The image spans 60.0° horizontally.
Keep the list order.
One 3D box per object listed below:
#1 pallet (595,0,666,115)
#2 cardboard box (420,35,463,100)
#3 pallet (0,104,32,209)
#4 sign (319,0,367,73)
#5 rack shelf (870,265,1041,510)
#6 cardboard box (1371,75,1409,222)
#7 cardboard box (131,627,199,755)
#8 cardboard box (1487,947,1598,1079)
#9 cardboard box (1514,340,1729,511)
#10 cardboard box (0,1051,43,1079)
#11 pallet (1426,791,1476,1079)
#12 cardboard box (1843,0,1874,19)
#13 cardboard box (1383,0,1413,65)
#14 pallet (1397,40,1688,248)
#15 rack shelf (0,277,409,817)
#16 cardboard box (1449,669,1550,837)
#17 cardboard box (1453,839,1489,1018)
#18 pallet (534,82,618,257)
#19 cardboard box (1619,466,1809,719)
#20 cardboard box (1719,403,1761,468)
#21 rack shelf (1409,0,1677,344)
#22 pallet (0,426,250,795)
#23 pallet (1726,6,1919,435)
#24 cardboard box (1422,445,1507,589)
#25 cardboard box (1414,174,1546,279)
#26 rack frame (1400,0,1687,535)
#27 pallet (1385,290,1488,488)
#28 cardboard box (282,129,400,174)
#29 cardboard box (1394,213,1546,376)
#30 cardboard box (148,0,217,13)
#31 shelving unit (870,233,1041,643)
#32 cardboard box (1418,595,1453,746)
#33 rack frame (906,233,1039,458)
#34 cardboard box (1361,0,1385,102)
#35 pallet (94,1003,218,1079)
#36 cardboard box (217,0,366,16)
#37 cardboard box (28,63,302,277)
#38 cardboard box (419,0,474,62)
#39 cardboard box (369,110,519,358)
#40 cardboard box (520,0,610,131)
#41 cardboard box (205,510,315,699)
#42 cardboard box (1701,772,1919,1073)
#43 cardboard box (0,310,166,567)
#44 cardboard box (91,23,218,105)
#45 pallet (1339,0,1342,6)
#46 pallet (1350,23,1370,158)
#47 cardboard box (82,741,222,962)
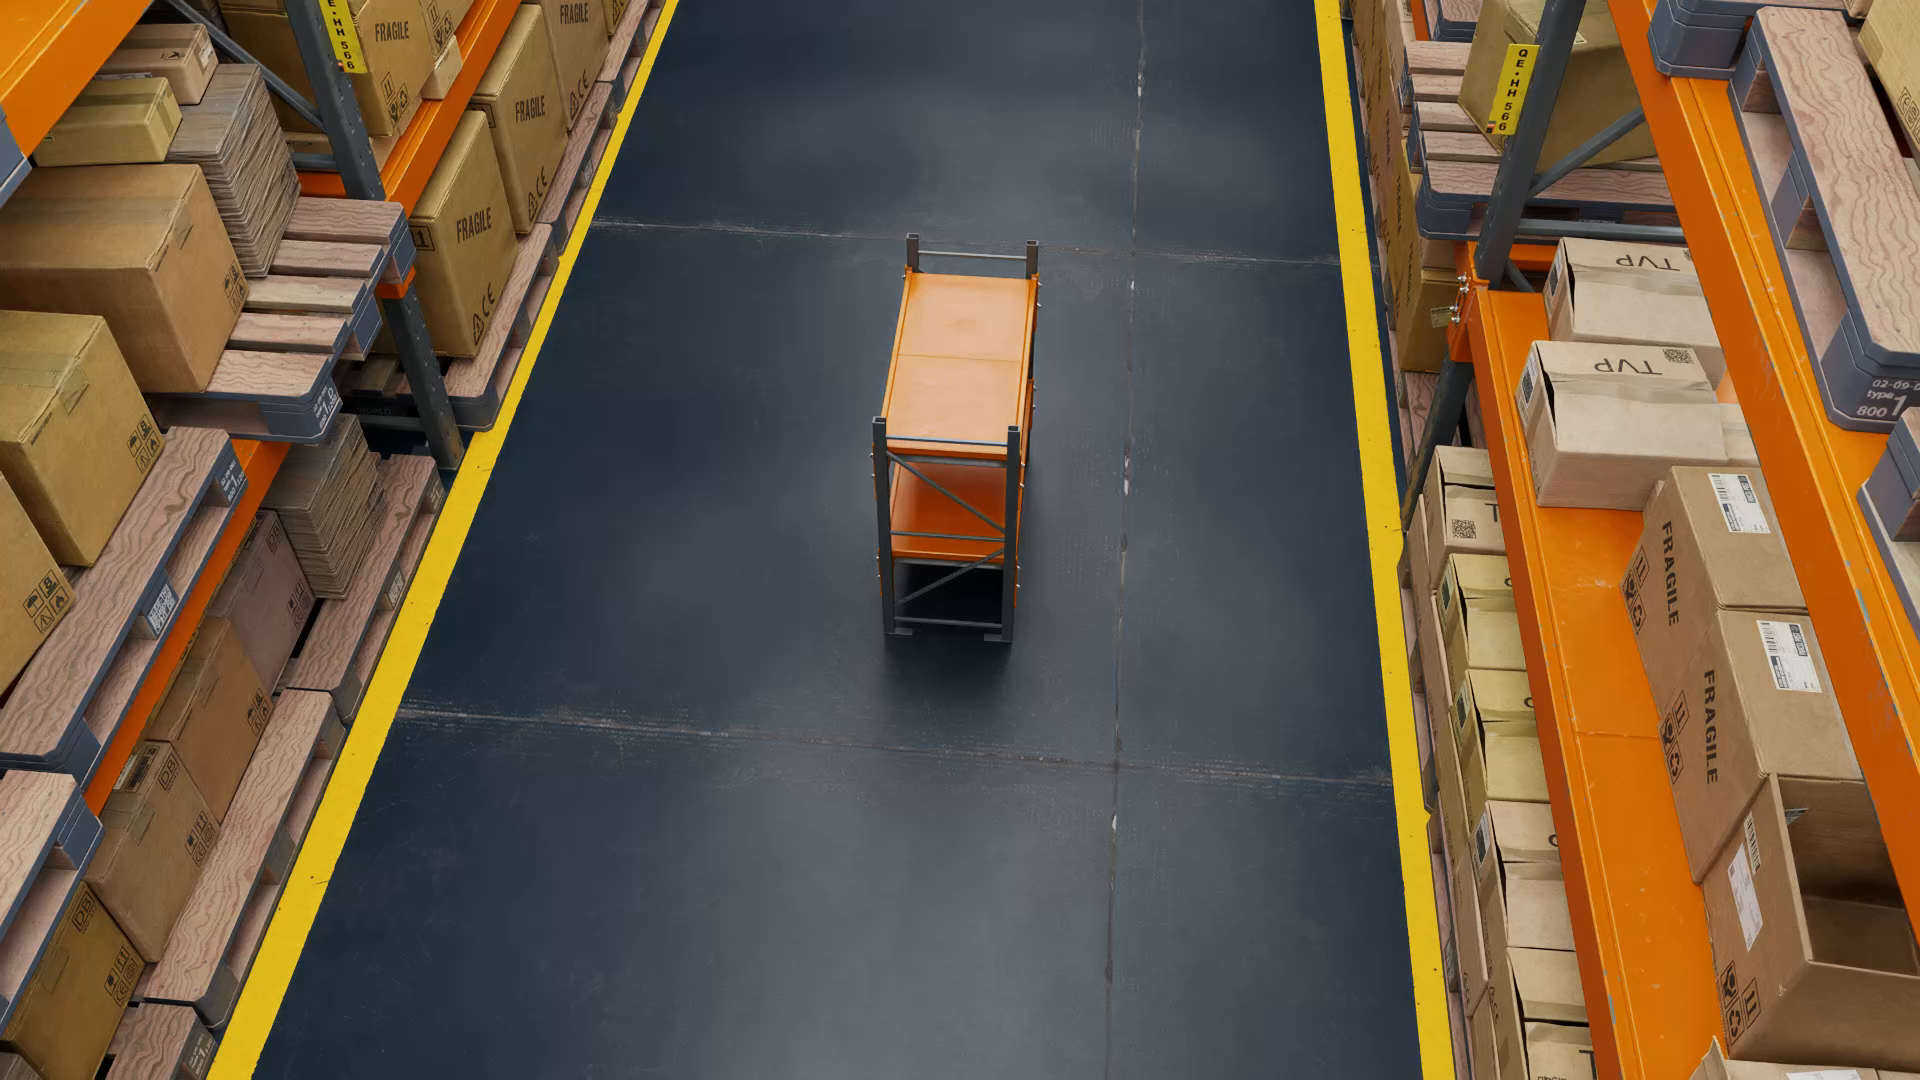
[{"bbox_3d":[-2.251,-2.804,9.197,1.003,0.211,1.213,4,48,4],"label":"pallet"},{"bbox_3d":[-2.220,-1.900,6.638,0.380,0.149,0.250,5,48,5],"label":"cardboard box"},{"bbox_3d":[-2.731,-0.596,3.383,1.213,0.211,1.003,4,48,4],"label":"pallet"},{"bbox_3d":[-2.079,-1.712,5.578,0.100,0.325,0.005,4,48,4],"label":"sign"},{"bbox_3d":[0.001,-0.582,6.149,0.538,0.278,1.000,4,48,4],"label":"rack shelf"},{"bbox_3d":[2.254,-1.821,7.805,0.500,0.500,0.500,2,48,2],"label":"cardboard box"},{"bbox_3d":[-2.790,0.390,5.274,0.500,0.250,0.500,4,48,3],"label":"cardboard box"},{"bbox_3d":[1.789,1.423,4.640,0.500,0.311,0.500,4,48,3],"label":"cardboard box"},{"bbox_3d":[2.039,-0.373,5.145,0.500,0.311,0.500,3,48,3],"label":"cardboard box"},{"bbox_3d":[-2.934,1.715,4.570,0.700,0.500,0.500,5,48,5],"label":"cardboard box"},{"bbox_3d":[2.085,1.390,5.361,1.003,0.211,1.213,4,48,4],"label":"pallet"},{"bbox_3d":[2.298,-1.427,3.833,0.500,0.250,0.500,5,48,5],"label":"cardboard box"},{"bbox_3d":[2.300,-2.470,7.890,0.500,0.250,0.500,4,48,4],"label":"cardboard box"},{"bbox_3d":[2.305,-1.485,6.232,1.213,0.211,1.003,4,48,4],"label":"pallet"},{"bbox_3d":[-2.803,0.335,4.924,1.077,0.370,4.000,4,48,4],"label":"rack shelf"},{"bbox_3d":[1.885,0.676,5.323,0.500,0.311,0.500,3,48,2],"label":"cardboard box"},{"bbox_3d":[1.839,1.233,5.194,0.500,0.250,0.500,5,48,4],"label":"cardboard box"},{"bbox_3d":[-2.360,-1.905,8.375,1.003,0.211,1.213,4,48,4],"label":"pallet"},{"bbox_3d":[2.176,0.153,4.535,0.500,0.500,0.500,2,48,1],"label":"cardboard box"},{"bbox_3d":[2.506,-0.283,5.172,0.380,0.149,0.250,4,48,4],"label":"cardboard box"},{"bbox_3d":[2.495,-2.274,7.310,1.077,0.370,4.000,4,48,4],"label":"rack shelf"},{"bbox_3d":[-2.760,0.145,4.741,1.003,0.211,1.213,4,48,4],"label":"pallet"},{"bbox_3d":[2.241,-0.669,3.450,1.003,0.211,1.213,6,48,5],"label":"pallet"},{"bbox_3d":[1.973,-0.085,6.020,0.500,0.311,0.500,5,48,5],"label":"cardboard box"},{"bbox_3d":[2.165,-1.350,6.865,0.500,0.250,0.500,6,48,5],"label":"cardboard box"},{"bbox_3d":[2.313,-1.047,5.701,1.000,3.000,0.127,4,48,4],"label":"rack frame"},{"bbox_3d":[2.419,-0.652,7.229,1.003,0.211,1.213,4,48,4],"label":"pallet"},{"bbox_3d":[-2.360,-1.526,6.295,0.380,0.149,0.250,3,48,3],"label":"cardboard box"},{"bbox_3d":[2.164,-1.055,7.104,0.500,0.500,0.500,6,48,5],"label":"cardboard box"},{"bbox_3d":[-2.837,-2.122,5.893,0.500,0.250,0.500,5,48,5],"label":"cardboard box"},{"bbox_3d":[0.001,-0.385,6.365,0.538,1.125,1.048,4,48,4],"label":"shelving unit"},{"bbox_3d":[1.928,0.474,5.889,0.500,0.250,0.500,3,48,2],"label":"cardboard box"},{"bbox_3d":[0.047,-0.758,6.707,0.500,1.125,0.032,4,48,4],"label":"rack frame"},{"bbox_3d":[2.353,-2.559,8.480,0.500,0.500,0.500,4,48,4],"label":"cardboard box"},{"bbox_3d":[-2.915,1.931,4.867,1.003,0.211,1.213,4,48,4],"label":"pallet"},{"bbox_3d":[-2.320,-2.109,5.881,0.500,0.250,0.500,5,48,4],"label":"cardboard box"},{"bbox_3d":[-2.653,-1.214,5.487,0.700,0.500,0.500,-1,48,-1],"label":"cardboard box"},{"bbox_3d":[-2.264,-2.242,6.511,0.500,0.500,0.500,5,48,5],"label":"cardboard box"},{"bbox_3d":[-2.423,-1.325,7.127,0.750,0.750,0.750,3,48,3],"label":"cardboard box"},{"bbox_3d":[-2.264,-2.593,8.287,0.750,0.750,0.750,5,48,5],"label":"cardboard box"},{"bbox_3d":[-2.797,0.221,5.937,0.700,0.500,0.500,4,48,3],"label":"cardboard box"},{"bbox_3d":[2.083,0.908,3.845,0.500,0.500,0.500,7,48,6],"label":"cardboard box"},{"bbox_3d":[-2.745,-0.297,4.649,0.700,0.500,0.500,4,48,4],"label":"cardboard box"},{"bbox_3d":[-2.622,-1.523,5.331,0.380,0.149,0.250,-2,48,-2],"label":"cardboard box"},{"bbox_3d":[2.741,-3.550,9.880,1.003,0.211,1.213,4,48,4],"label":"pallet"},{"bbox_3d":[2.641,-2.445,8.869,1.003,0.211,1.213,4,48,4],"label":"pallet"},{"bbox_3d":[-2.851,0.960,5.261,0.700,0.500,0.500,4,48,4],"label":"cardboard box"}]
